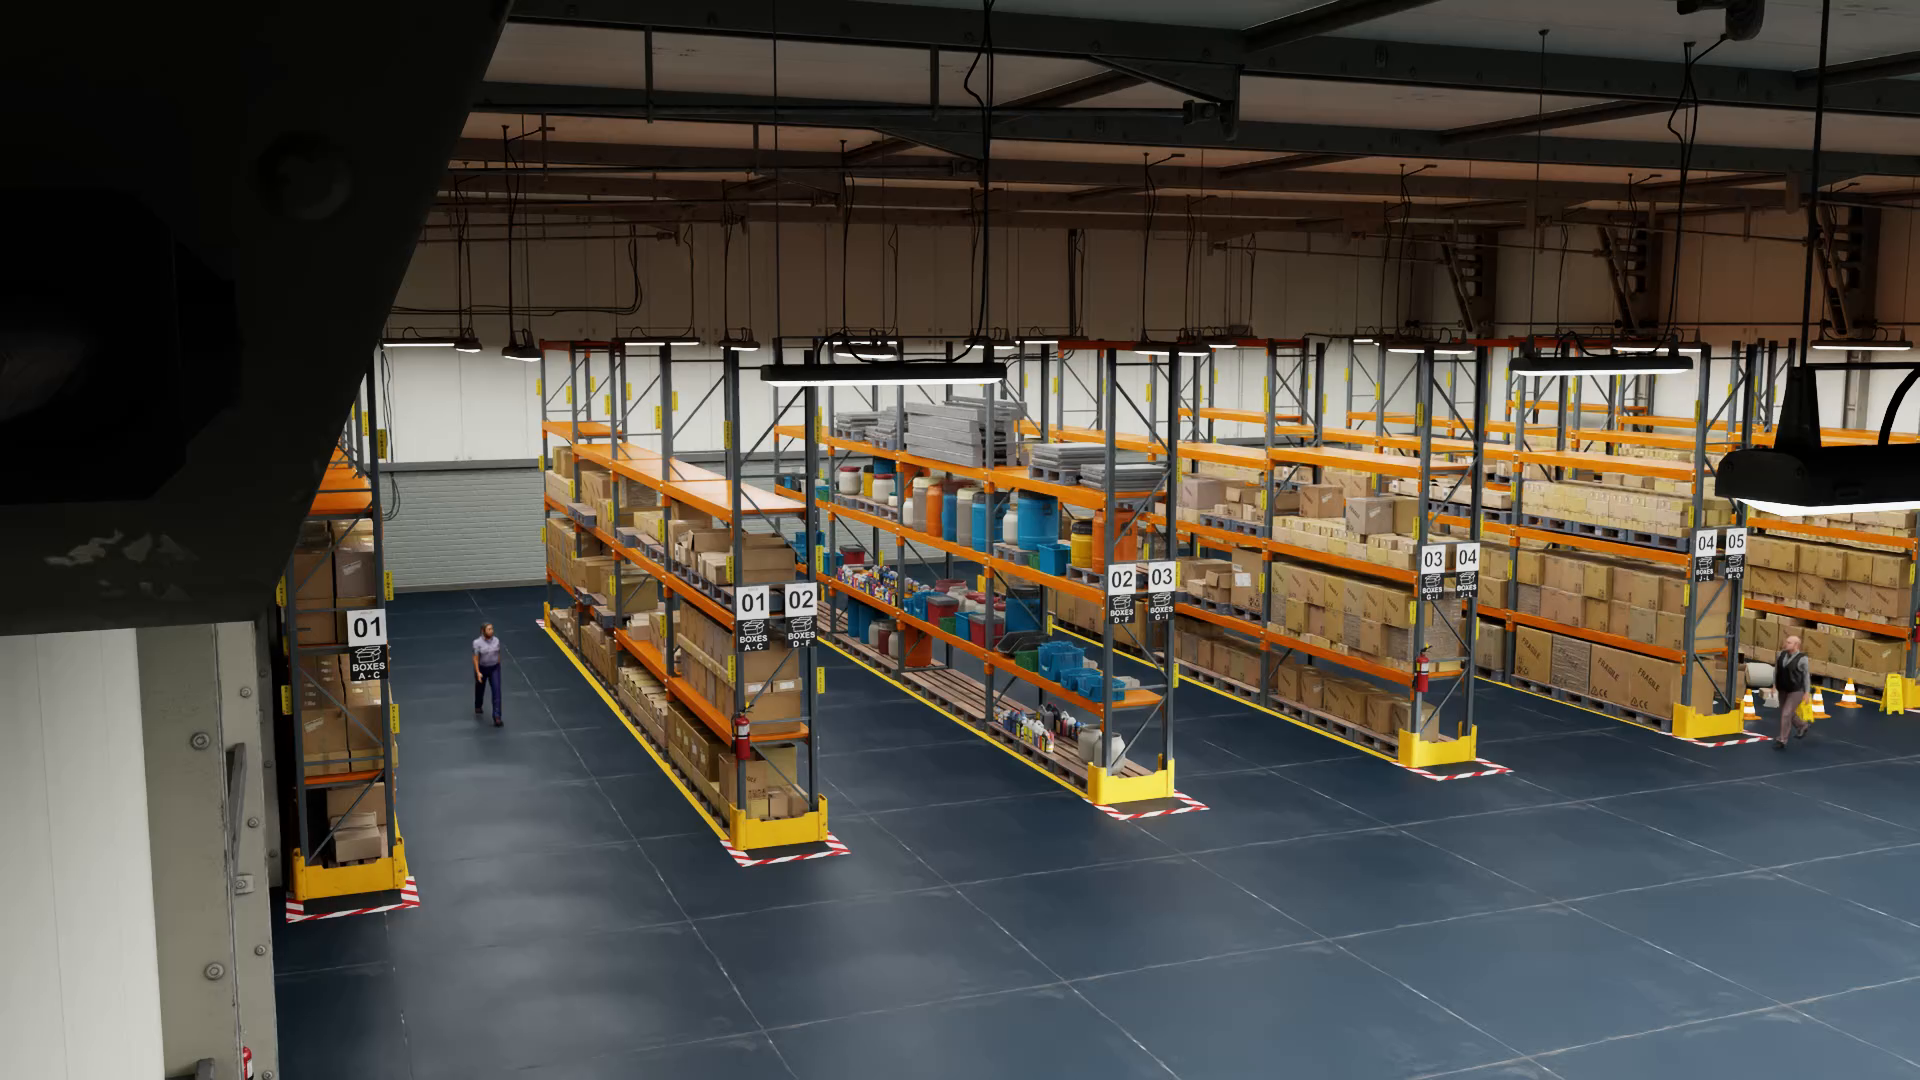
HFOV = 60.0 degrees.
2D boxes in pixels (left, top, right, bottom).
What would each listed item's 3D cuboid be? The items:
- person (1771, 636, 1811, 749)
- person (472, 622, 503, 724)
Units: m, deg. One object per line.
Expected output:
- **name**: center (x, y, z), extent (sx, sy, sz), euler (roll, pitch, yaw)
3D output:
- **person**: center (12.473, 2.257, 24.925), extent (0.964, 1.690, 0.558), euler (-4, 8, -27)
- **person**: center (-7.542, 2.084, 26.491), extent (0.453, 1.583, 1.007), euler (-3, 8, -23)
